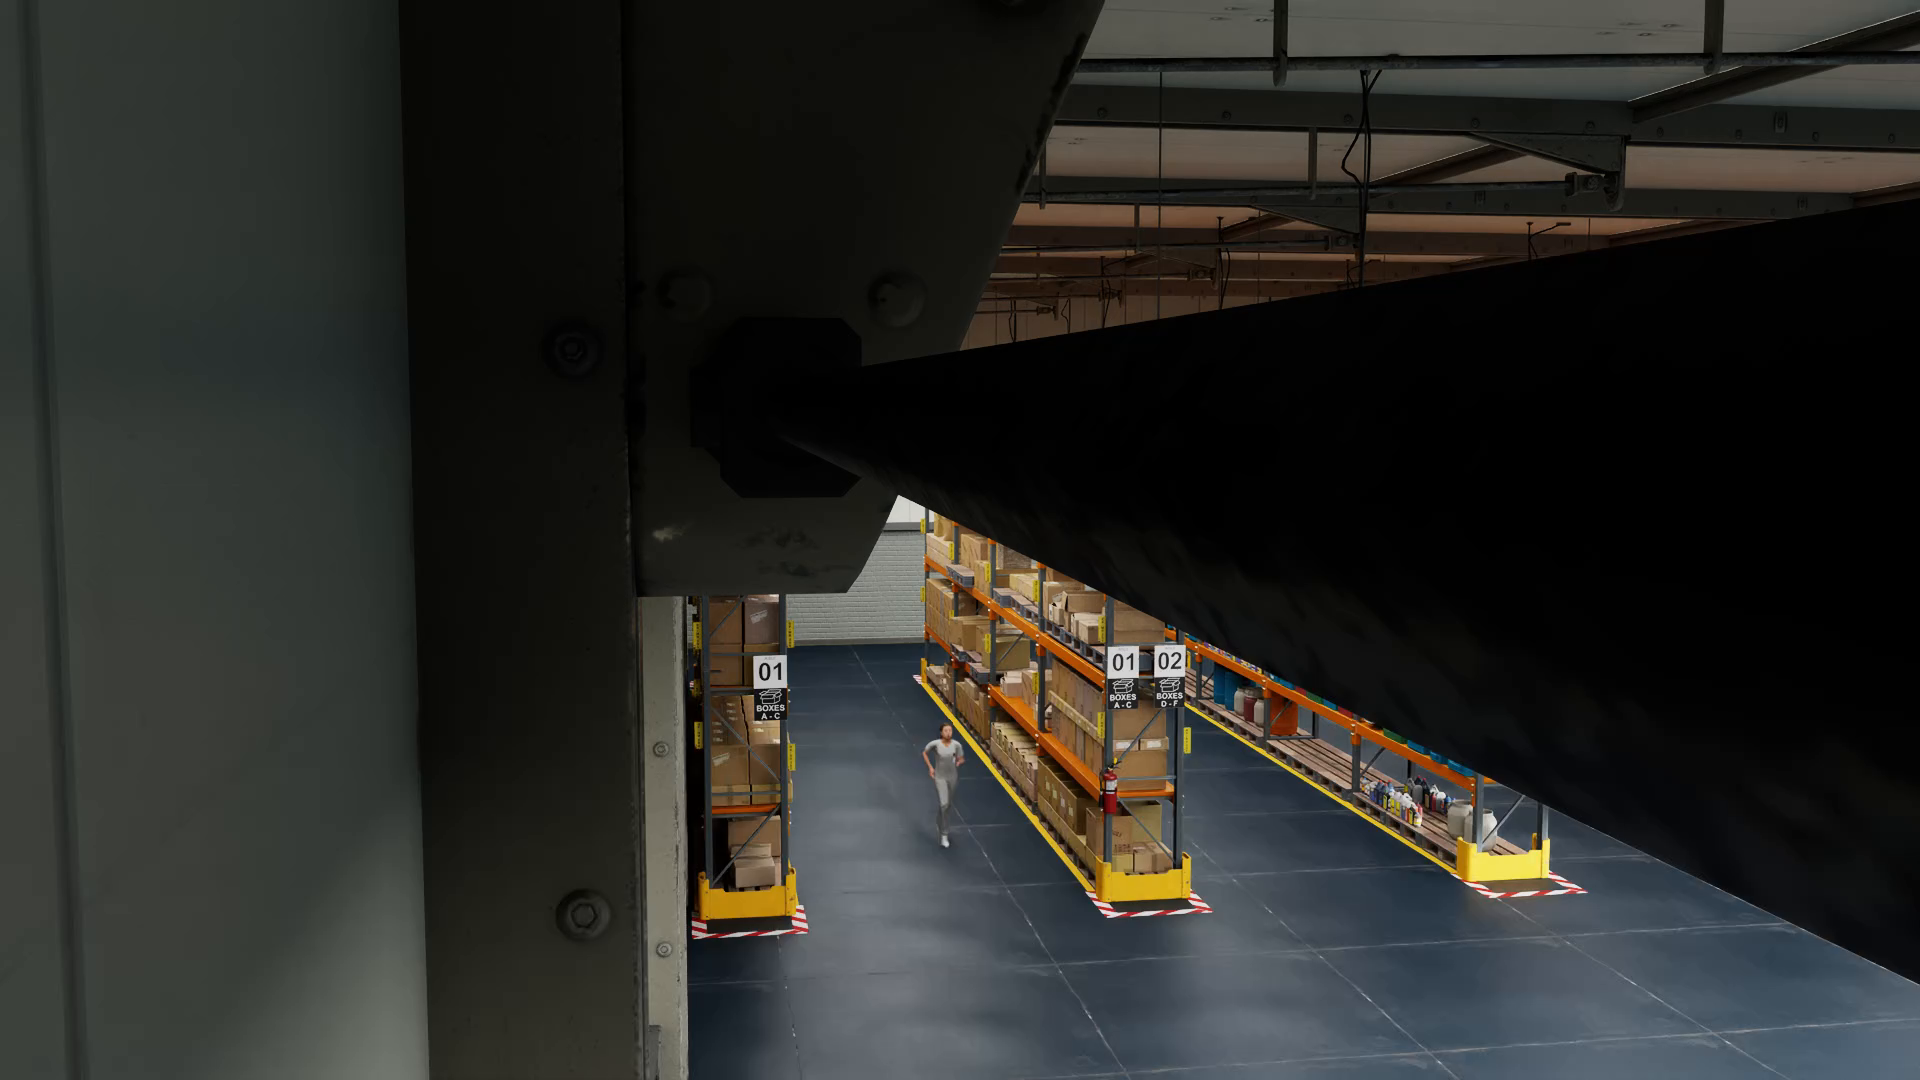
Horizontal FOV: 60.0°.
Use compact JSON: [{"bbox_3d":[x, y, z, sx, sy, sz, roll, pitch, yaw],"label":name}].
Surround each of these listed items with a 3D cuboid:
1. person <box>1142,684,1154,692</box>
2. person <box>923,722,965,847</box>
[{"bbox_3d":[3.319,2.810,30.328,0.646,1.709,0.927,-2,5,-23],"label":"person"},{"bbox_3d":[-0.213,3.426,23.574,0.549,1.728,0.776,-2,5,-21],"label":"person"}]
